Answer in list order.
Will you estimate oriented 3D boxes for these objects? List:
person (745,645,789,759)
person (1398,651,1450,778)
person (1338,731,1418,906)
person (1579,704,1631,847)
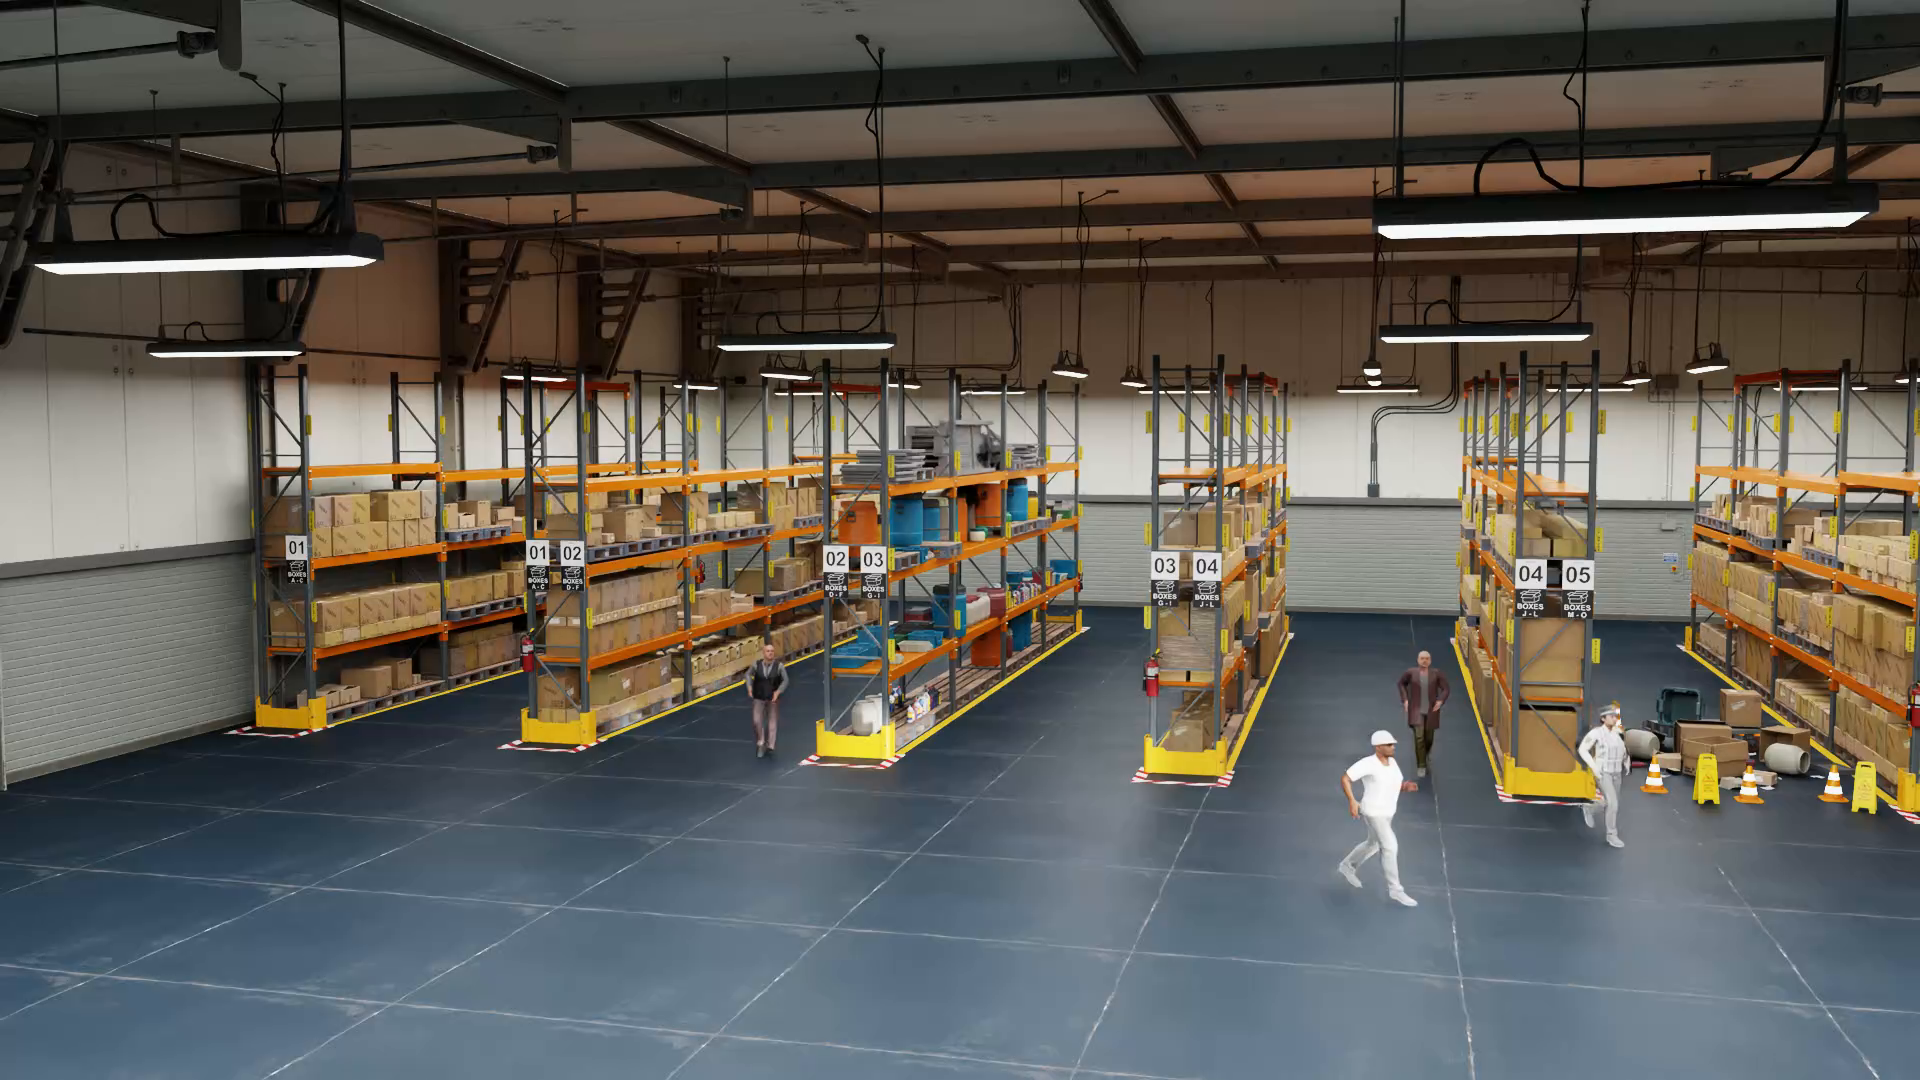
[{"bbox_3d":[-2.912,2.428,25.037,0.671,1.708,0.655,0,4,-3],"label":"person"},{"bbox_3d":[6.690,2.586,24.014,0.723,1.588,0.913,1,4,11],"label":"person"},{"bbox_3d":[4.400,2.882,17.508,0.964,1.773,0.689,4,5,42],"label":"person"},{"bbox_3d":[7.773,2.798,20.029,0.637,1.681,0.710,-2,4,-22],"label":"person"}]
